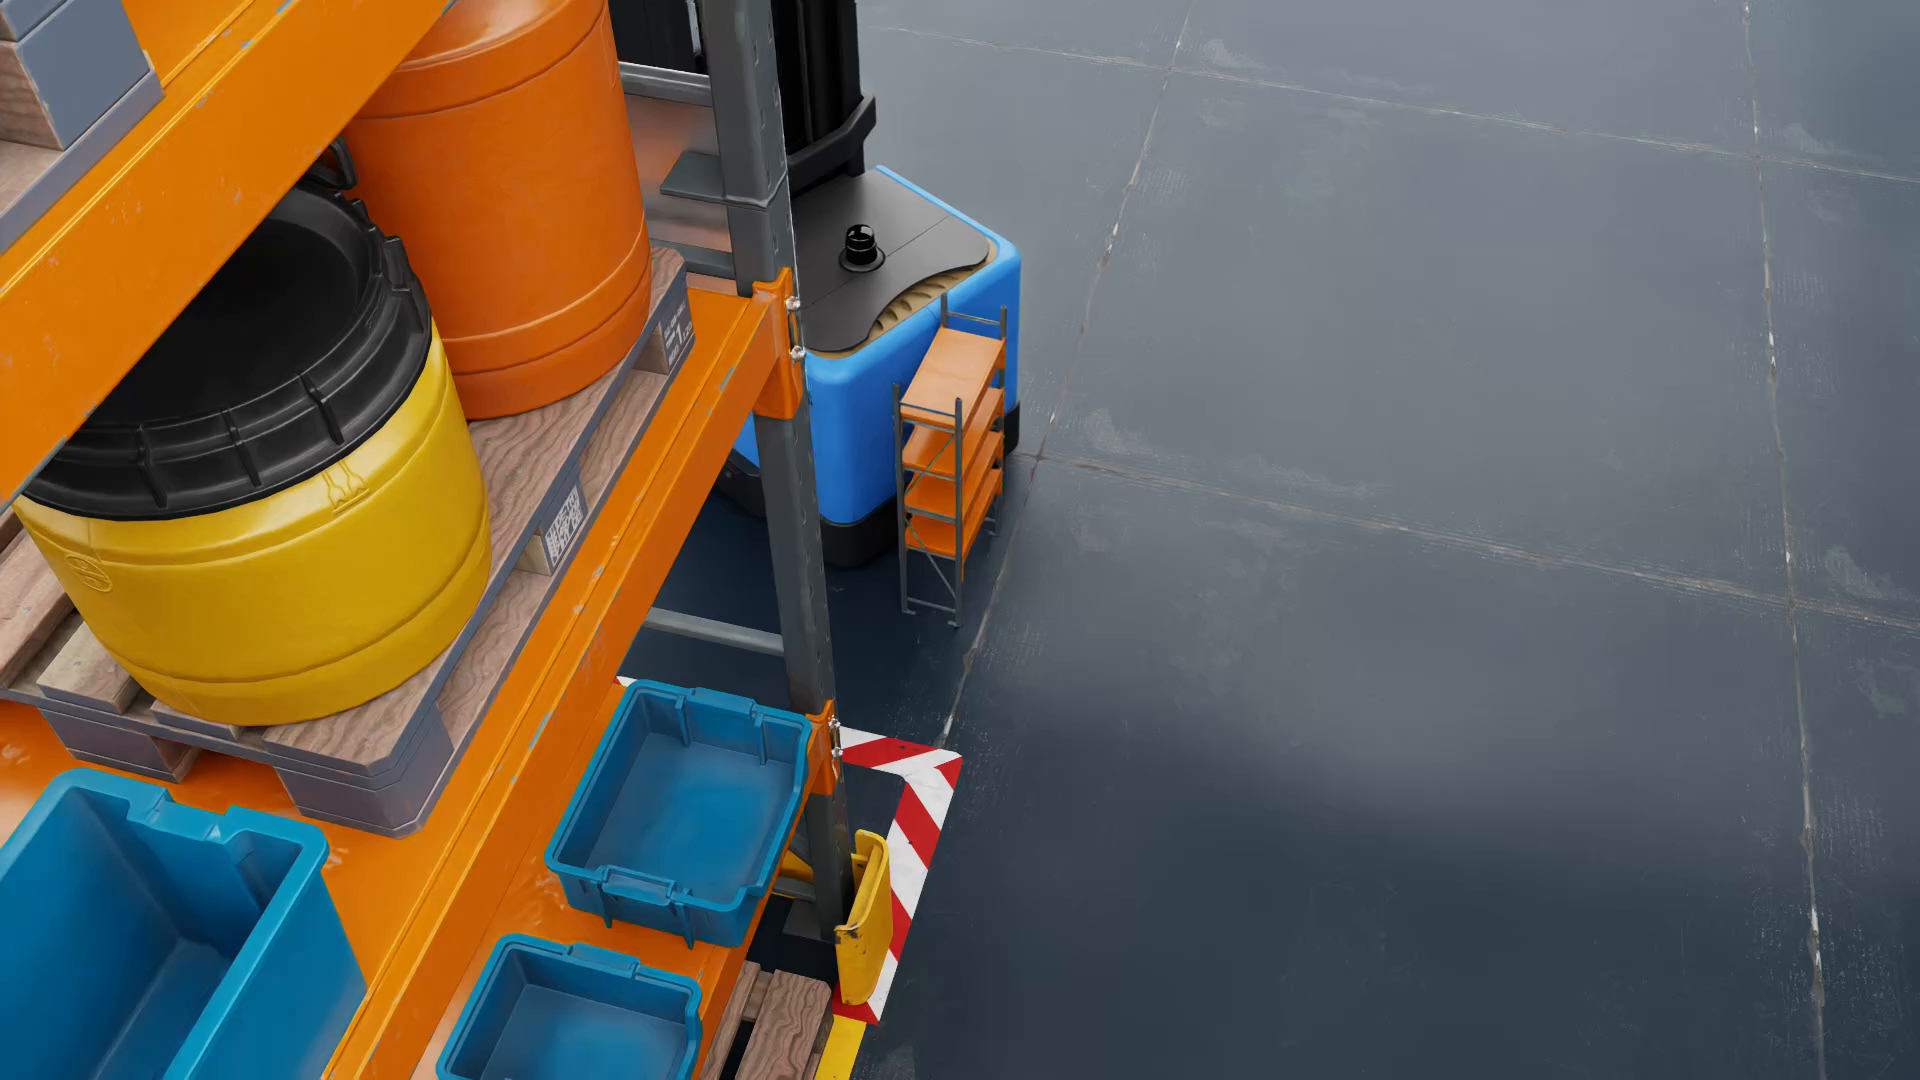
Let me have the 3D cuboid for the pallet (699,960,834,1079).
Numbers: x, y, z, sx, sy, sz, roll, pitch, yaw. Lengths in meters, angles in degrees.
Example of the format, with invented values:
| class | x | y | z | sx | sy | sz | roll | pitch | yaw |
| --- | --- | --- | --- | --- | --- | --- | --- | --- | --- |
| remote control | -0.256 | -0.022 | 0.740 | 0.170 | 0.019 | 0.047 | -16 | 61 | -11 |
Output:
| class | x | y | z | sx | sy | sz | roll | pitch | yaw |
| --- | --- | --- | --- | --- | --- | --- | --- | --- | --- |
| pallet | -1.034 | 1.786 | 4.952 | 1.003 | 0.211 | 1.213 | 12 | 50 | 10 |

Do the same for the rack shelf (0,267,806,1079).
| class | x | y | z | sx | sy | sz | roll | pitch | yaw |
| --- | --- | --- | --- | --- | --- | --- | --- | --- | --- |
| rack shelf | -1.367 | 0.904 | 2.349 | 1.077 | 0.370 | 4.000 | 12 | 50 | 10 |

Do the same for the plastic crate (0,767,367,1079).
| class | x | y | z | sx | sy | sz | roll | pitch | yaw |
| --- | --- | --- | --- | --- | --- | --- | --- | --- | --- |
| plastic crate | -1.052 | 0.663 | 2.093 | 0.392 | 0.384 | 0.575 | 12 | 50 | 10 |

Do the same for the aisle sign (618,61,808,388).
| class | x | y | z | sx | sy | sz | roll | pitch | yaw |
| --- | --- | --- | --- | --- | --- | --- | --- | --- | --- |
| aisle sign | -0.535 | -0.642 | 3.501 | 0.394 | 0.787 | 0.004 | 12 | 50 | 10 |

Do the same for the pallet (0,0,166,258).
| class | x | y | z | sx | sy | sz | roll | pitch | yaw |
| --- | --- | --- | --- | --- | --- | --- | --- | --- | --- |
| pallet | -1.384 | -0.172 | 1.211 | 1.003 | 0.211 | 1.213 | 12 | 50 | 10 |

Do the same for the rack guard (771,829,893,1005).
| class | x | y | z | sx | sy | sz | roll | pitch | yaw |
| --- | --- | --- | --- | --- | --- | --- | --- | --- | --- |
| rack guard | -0.815 | 1.103 | 5.362 | 1.175 | 0.500 | 0.348 | 12 | 50 | 10 |

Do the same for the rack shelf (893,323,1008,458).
| class | x | y | z | sx | sy | sz | roll | pitch | yaw |
| --- | --- | --- | --- | --- | --- | --- | --- | --- | --- |
| rack shelf | -0.030 | -0.527 | 5.810 | 0.258 | 0.148 | 0.480 | 14 | 50 | 12 |

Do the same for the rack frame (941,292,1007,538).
| class | x | y | z | sx | sy | sz | roll | pitch | yaw |
| --- | --- | --- | --- | --- | --- | --- | --- | --- | --- |
| rack frame | 0.049 | -0.440 | 6.257 | 0.240 | 1.200 | 0.015 | 14 | 50 | 12 |

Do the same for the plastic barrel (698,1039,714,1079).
| class | x | y | z | sx | sy | sz | roll | pitch | yaw |
| --- | --- | --- | --- | --- | --- | --- | --- | --- | --- |
| plastic barrel | -0.940 | 1.387 | 4.823 | 0.421 | 0.512 | 0.421 | 0 | 49 | 0 |

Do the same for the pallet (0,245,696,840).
| class | x | y | z | sx | sy | sz | roll | pitch | yaw |
| --- | --- | --- | --- | --- | --- | --- | --- | --- | --- |
| pallet | -1.153 | -0.139 | 2.916 | 1.003 | 0.211 | 1.213 | 12 | 50 | 10 |

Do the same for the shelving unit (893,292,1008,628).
| class | x | y | z | sx | sy | sz | roll | pitch | yaw |
| --- | --- | --- | --- | --- | --- | --- | --- | --- | --- |
| shelving unit | -0.030 | -0.267 | 6.104 | 0.258 | 1.200 | 0.503 | 14 | 50 | 12 |

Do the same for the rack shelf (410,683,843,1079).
| class | x | y | z | sx | sy | sz | roll | pitch | yaw |
| --- | --- | --- | --- | --- | --- | --- | --- | --- | --- |
| rack shelf | -1.367 | 1.897 | 3.474 | 1.077 | 0.370 | 4.000 | 12 | 50 | 10 |

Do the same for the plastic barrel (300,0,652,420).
| class | x | y | z | sx | sy | sz | roll | pitch | yaw |
| --- | --- | --- | --- | --- | --- | --- | --- | --- | --- |
| plastic barrel | -0.846 | -0.685 | 2.706 | 0.600 | 0.830 | 0.708 | 12 | 50 | 10 |

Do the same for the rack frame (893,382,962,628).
| class | x | y | z | sx | sy | sz | roll | pitch | yaw |
| --- | --- | --- | --- | --- | --- | --- | --- | --- | --- |
| rack frame | -0.108 | -0.094 | 5.952 | 0.240 | 1.200 | 0.015 | 14 | 50 | 12 |

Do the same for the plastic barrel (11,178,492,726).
| class | x | y | z | sx | sy | sz | roll | pitch | yaw |
| --- | --- | --- | --- | --- | --- | --- | --- | --- | --- |
| plastic barrel | -1.018 | -0.132 | 2.379 | 0.600 | 0.588 | 0.600 | 0 | 49 | 0 |

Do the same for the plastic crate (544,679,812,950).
| class | x | y | z | sx | sy | sz | roll | pitch | yaw |
| --- | --- | --- | --- | --- | --- | --- | --- | --- | --- |
| plastic crate | -0.684 | 0.682 | 4.165 | 0.499 | 0.251 | 0.616 | 12 | 50 | 10 |

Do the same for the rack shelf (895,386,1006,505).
| class | x | y | z | sx | sy | sz | roll | pitch | yaw |
| --- | --- | --- | --- | --- | --- | --- | --- | --- | --- |
| rack shelf | -0.030 | -0.371 | 5.987 | 0.258 | 0.148 | 0.480 | 14 | 50 | 12 |

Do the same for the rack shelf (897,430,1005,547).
| class | x | y | z | sx | sy | sz | roll | pitch | yaw |
| --- | --- | --- | --- | --- | --- | --- | --- | --- | --- |
| rack shelf | -0.030 | -0.223 | 6.155 | 0.258 | 0.148 | 0.480 | 14 | 50 | 12 |

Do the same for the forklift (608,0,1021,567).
| class | x | y | z | sx | sy | sz | roll | pitch | yaw |
| --- | --- | --- | --- | --- | --- | --- | --- | --- | --- |
| forklift | -1.164 | -1.853 | 6.349 | 3.031 | 2.935 | 1.130 | 36 | 58 | 27 |

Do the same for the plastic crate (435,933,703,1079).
| class | x | y | z | sx | sy | sz | roll | pitch | yaw |
| --- | --- | --- | --- | --- | --- | --- | --- | --- | --- |
| plastic crate | -0.860 | 1.151 | 3.752 | 0.499 | 0.251 | 0.408 | 12 | 50 | 10 |

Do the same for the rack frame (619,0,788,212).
| class | x | y | z | sx | sy | sz | roll | pitch | yaw |
| --- | --- | --- | --- | --- | --- | --- | --- | --- | --- |
| rack frame | -0.841 | -1.773 | 2.232 | 1.000 | 3.000 | 0.127 | 12 | 50 | 10 |

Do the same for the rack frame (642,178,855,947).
| class | x | y | z | sx | sy | sz | roll | pitch | yaw |
| --- | --- | --- | --- | --- | --- | --- | --- | --- | --- |
| rack frame | -0.841 | 0.212 | 4.481 | 1.000 | 3.000 | 0.127 | 12 | 50 | 10 |

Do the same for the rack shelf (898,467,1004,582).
| class | x | y | z | sx | sy | sz | roll | pitch | yaw |
| --- | --- | --- | --- | --- | --- | --- | --- | --- | --- |
| rack shelf | -0.030 | -0.091 | 6.304 | 0.258 | 0.148 | 0.480 | 14 | 50 | 12 |
